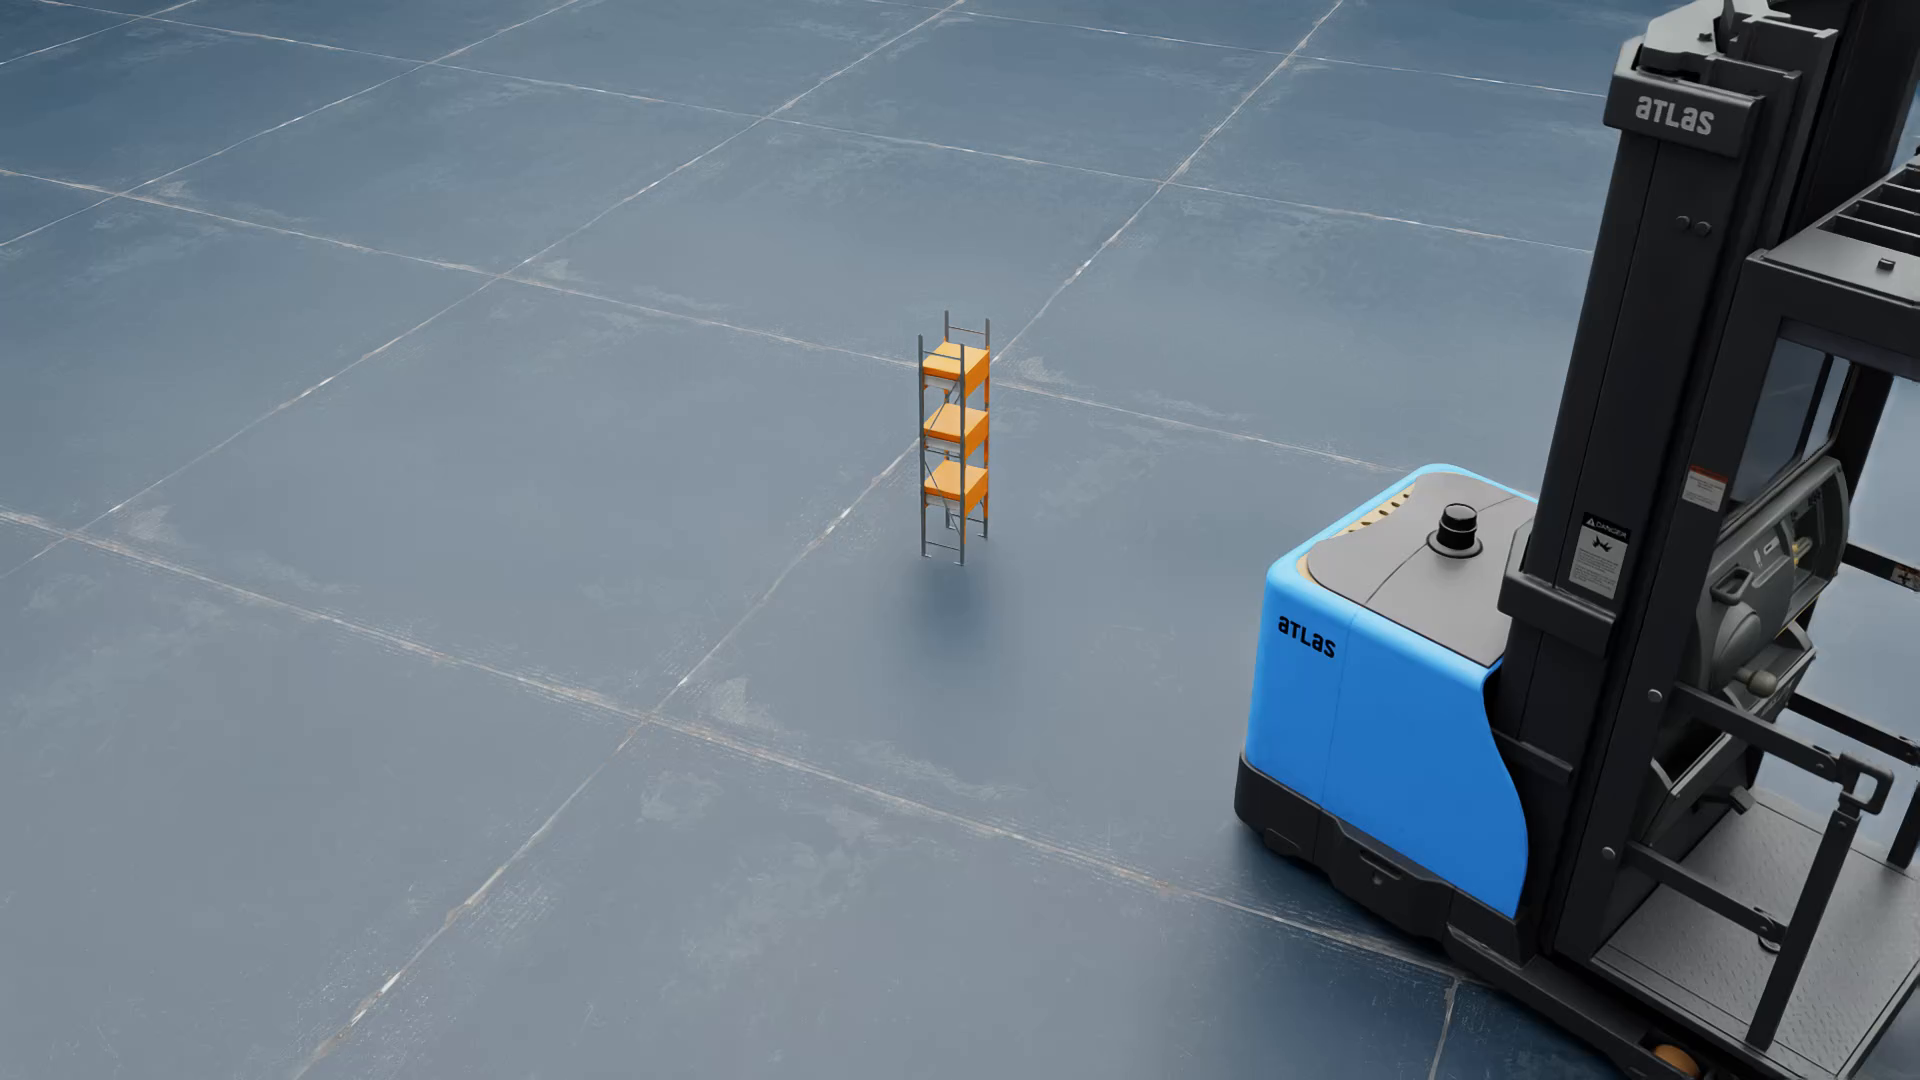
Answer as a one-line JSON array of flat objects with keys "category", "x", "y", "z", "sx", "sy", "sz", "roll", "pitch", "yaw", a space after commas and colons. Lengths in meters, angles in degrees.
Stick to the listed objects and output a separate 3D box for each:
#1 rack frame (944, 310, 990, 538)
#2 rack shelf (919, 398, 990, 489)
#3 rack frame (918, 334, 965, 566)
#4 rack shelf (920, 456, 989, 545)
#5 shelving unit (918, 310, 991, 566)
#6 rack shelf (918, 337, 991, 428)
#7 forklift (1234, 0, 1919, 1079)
[{"category": "rack frame", "x": 0.029, "y": -0.473, "z": 7.014, "sx": 0.200, "sy": 1.050, "sz": 0.008, "roll": 14, "pitch": 36, "yaw": 20}, {"category": "rack shelf", "x": -0.022, "y": -0.404, "z": 6.927, "sx": 0.215, "sy": 0.259, "sz": 0.240, "roll": 14, "pitch": 36, "yaw": 20}, {"category": "rack frame", "x": -0.073, "y": -0.352, "z": 6.829, "sx": 0.200, "sy": 1.050, "sz": 0.008, "roll": 14, "pitch": 36, "yaw": 20}, {"category": "rack shelf", "x": -0.022, "y": -0.171, "z": 7.080, "sx": 0.215, "sy": 0.259, "sz": 0.240, "roll": 14, "pitch": 36, "yaw": 20}, {"category": "shelving unit", "x": -0.022, "y": -0.412, "z": 6.921, "sx": 0.215, "sy": 1.050, "sz": 0.252, "roll": 14, "pitch": 36, "yaw": 20}, {"category": "rack shelf", "x": -0.022, "y": -0.641, "z": 6.772, "sx": 0.215, "sy": 0.259, "sz": 0.240, "roll": 14, "pitch": 36, "yaw": 20}, {"category": "forklift", "x": 2.331, "y": 0.148, "z": 4.351, "sx": 1.130, "sy": 2.935, "sz": 3.031, "roll": -28, "pitch": 43, "yaw": -36}]
